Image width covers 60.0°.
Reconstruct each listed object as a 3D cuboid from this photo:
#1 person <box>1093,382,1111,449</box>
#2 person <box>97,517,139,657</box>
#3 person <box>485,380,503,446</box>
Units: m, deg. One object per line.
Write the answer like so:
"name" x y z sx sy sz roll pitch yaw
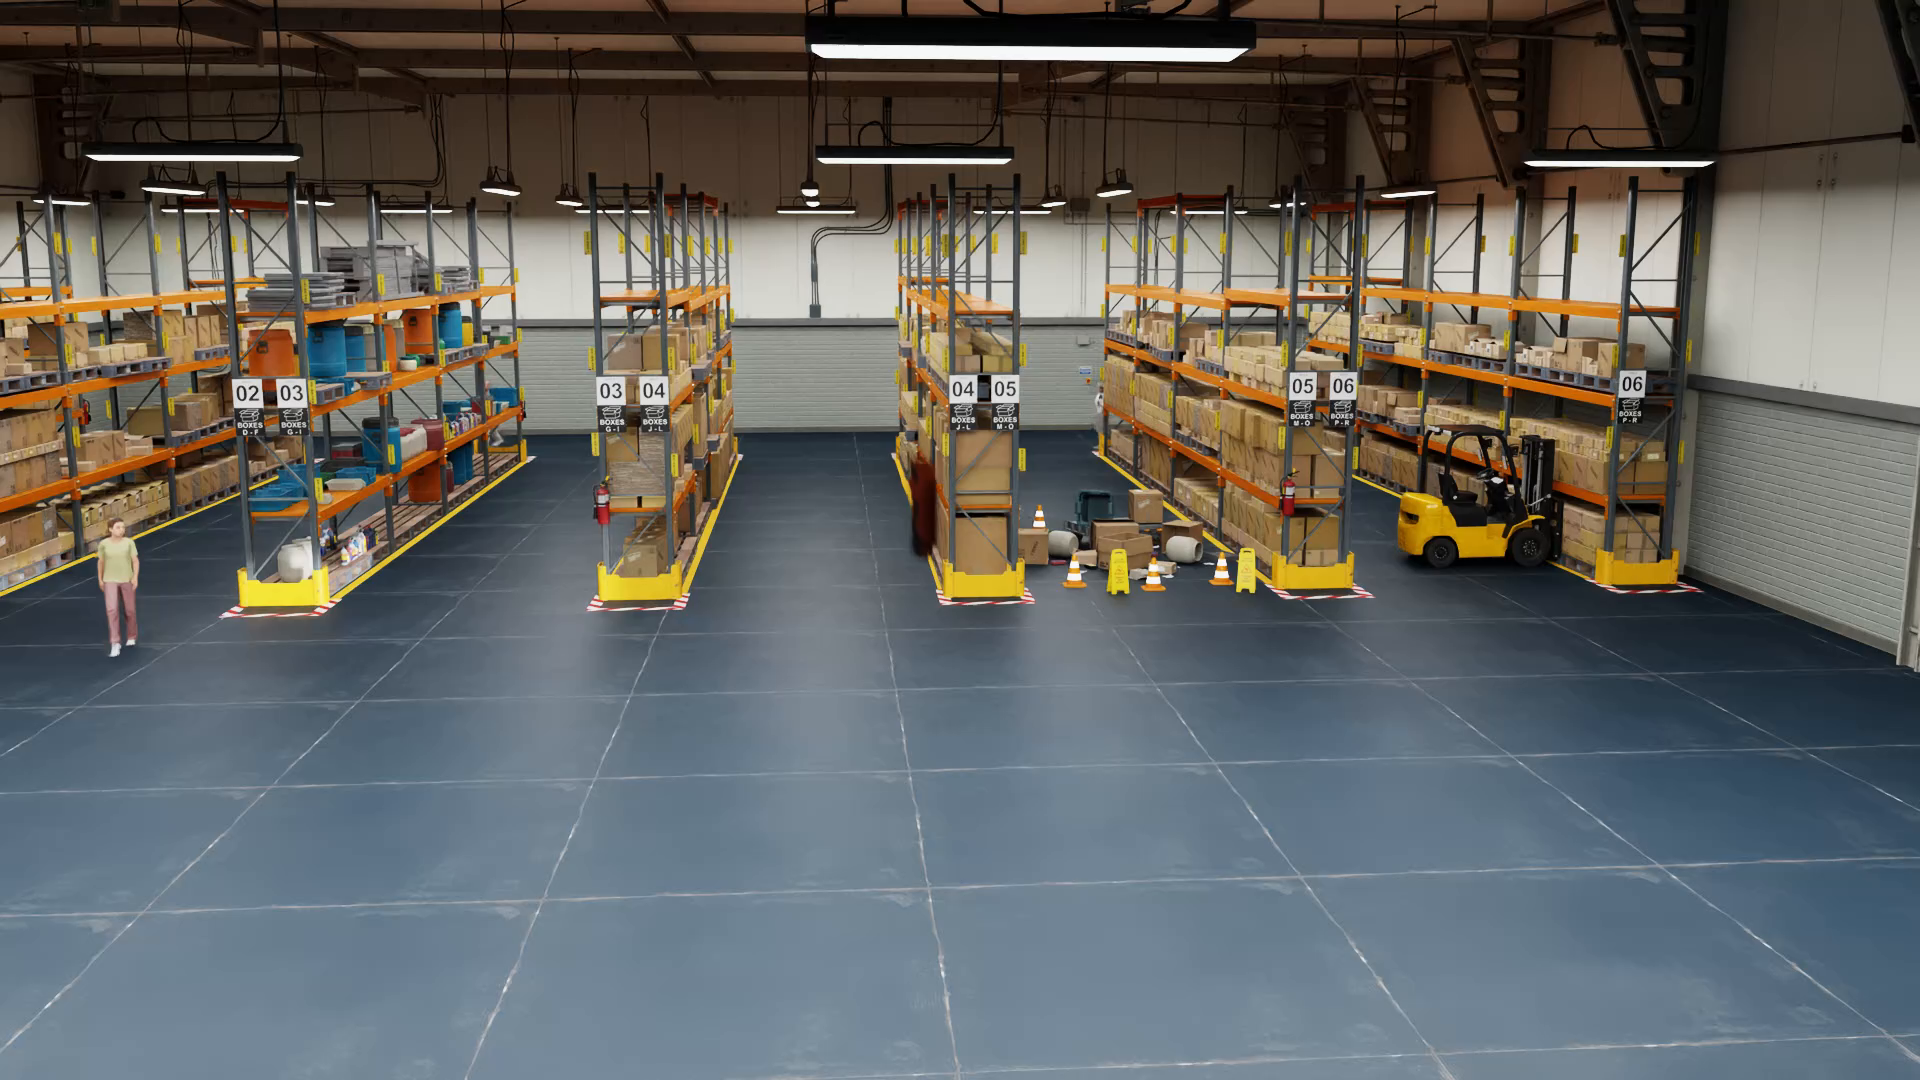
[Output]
"person" 3.559 -3.112 41.404 0.514 1.665 0.477 -1 10 -8
"person" -10.507 0.562 20.809 0.472 1.663 0.762 -5 11 -28
"person" -11.717 -3.109 41.246 0.543 1.720 1.202 4 11 24
